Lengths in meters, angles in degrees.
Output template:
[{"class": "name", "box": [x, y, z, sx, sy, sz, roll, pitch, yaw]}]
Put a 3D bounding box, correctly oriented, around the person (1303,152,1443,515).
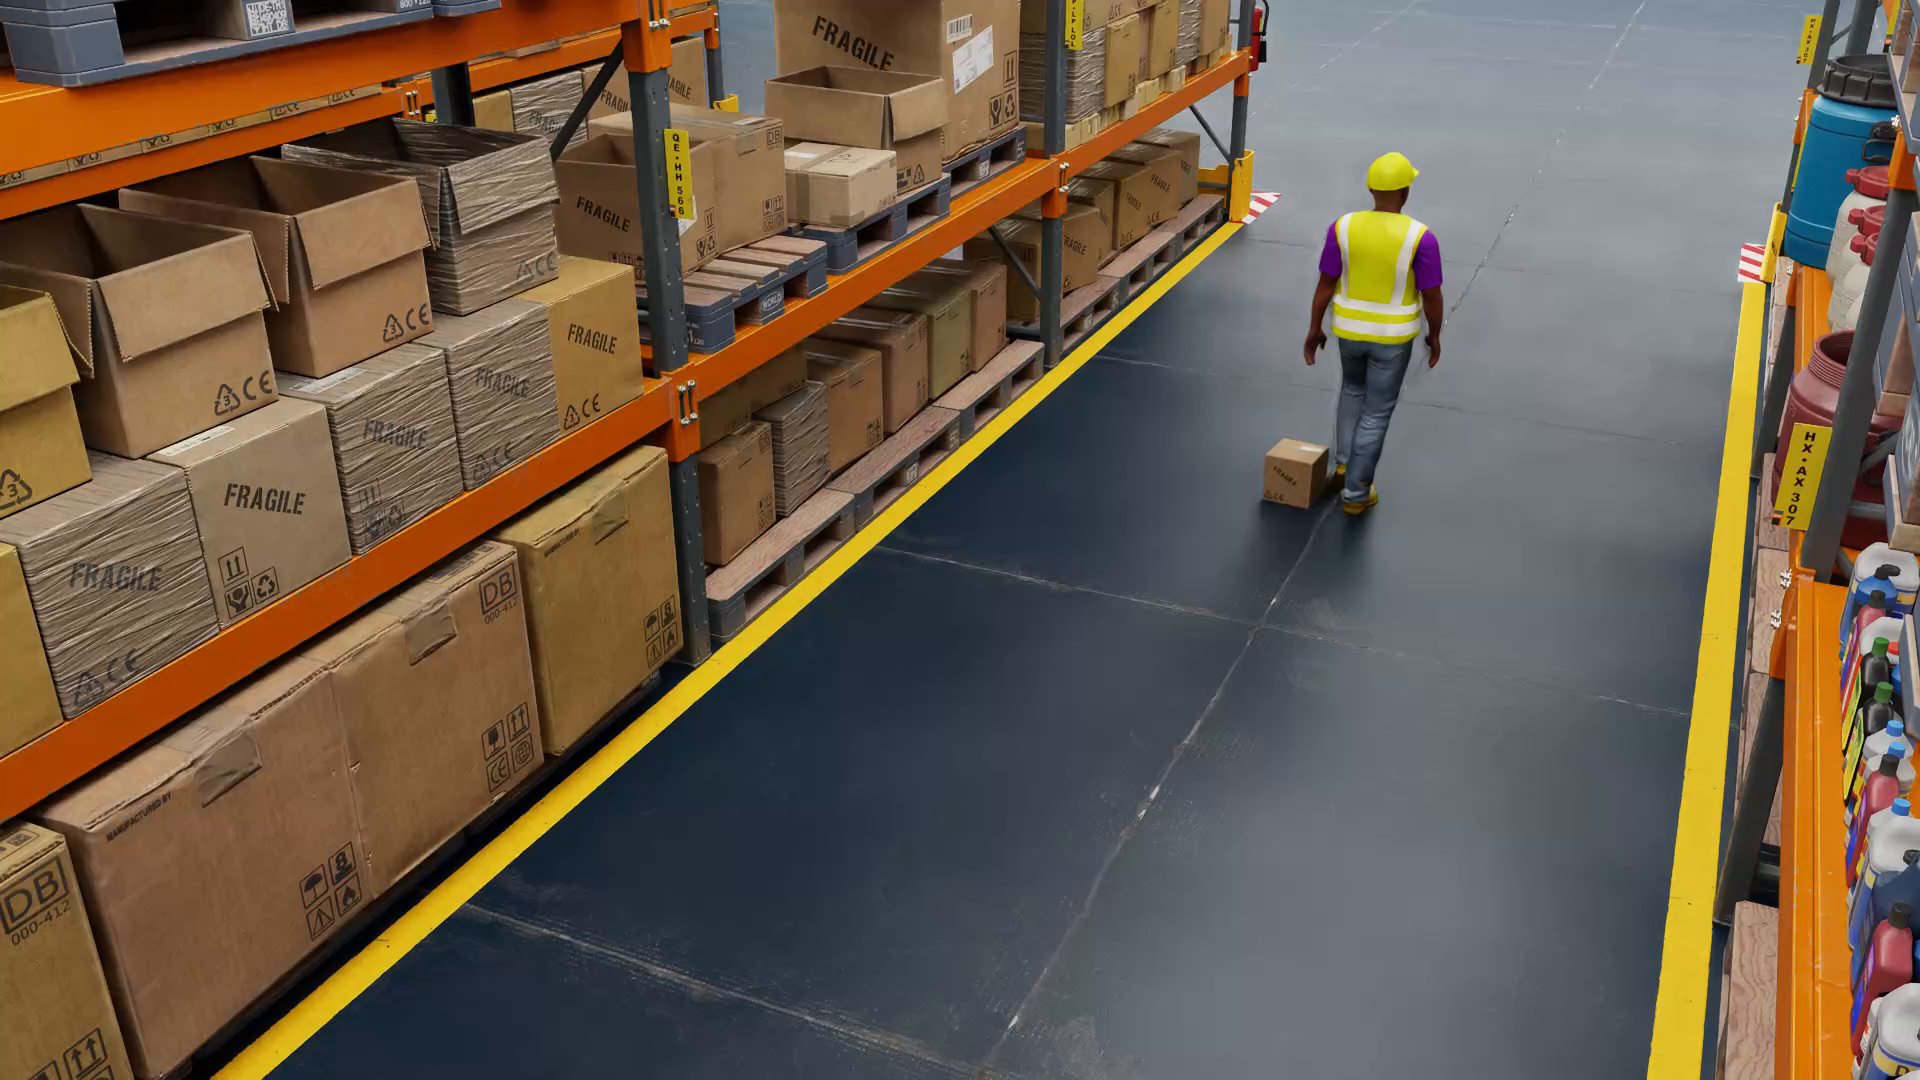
[{"class": "person", "box": [2.027, -0.981, 8.115, 0.617, 1.821, 0.563, 17, 31, 31]}]
